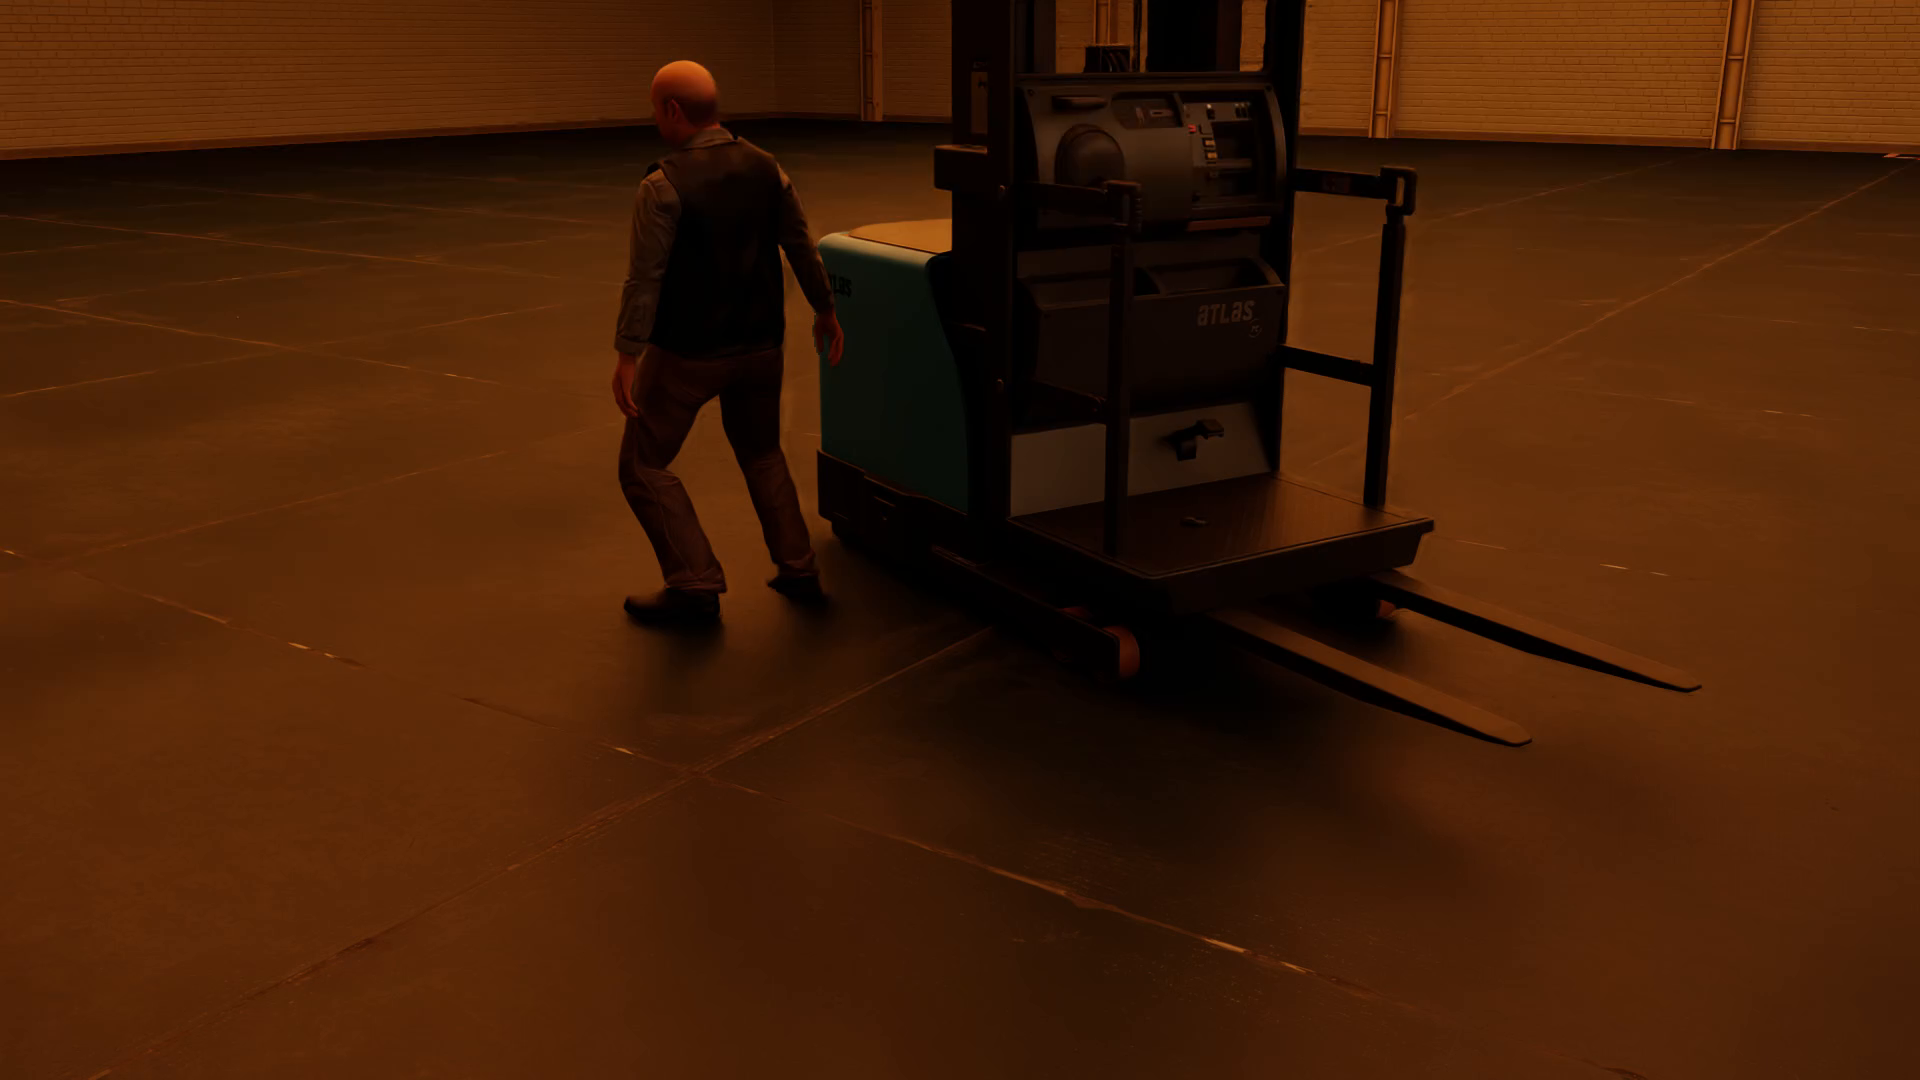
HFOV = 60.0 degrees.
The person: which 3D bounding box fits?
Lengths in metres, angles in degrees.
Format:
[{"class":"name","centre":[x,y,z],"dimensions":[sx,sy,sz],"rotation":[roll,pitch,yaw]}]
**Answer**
[{"class":"person","centre":[-0.712,-0.593,5.122],"dimensions":[0.815,1.702,0.394],"rotation":[-13,21,-37]}]

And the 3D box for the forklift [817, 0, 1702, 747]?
[{"class":"forklift","centre":[0.698,-1.157,4.700],"dimensions":[1.130,2.935,3.031],"rotation":[-10,19,-31]}]
